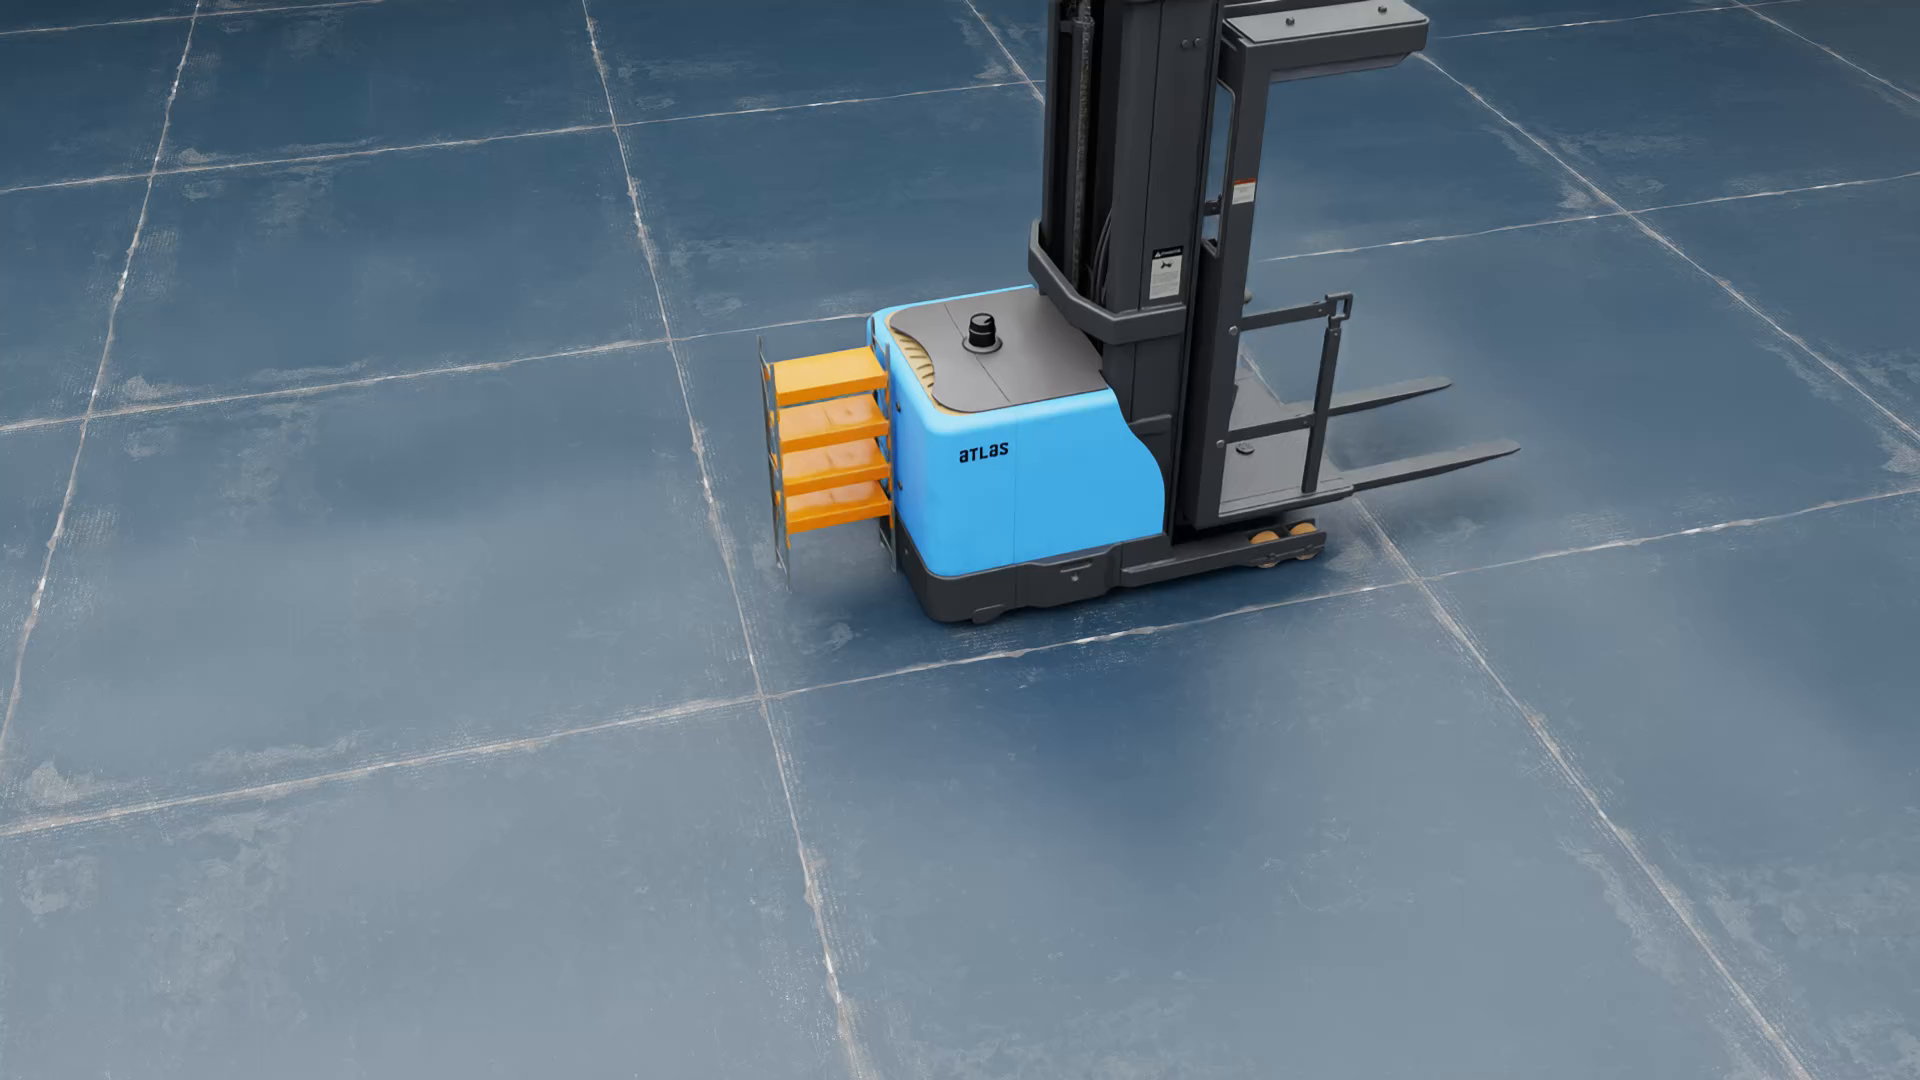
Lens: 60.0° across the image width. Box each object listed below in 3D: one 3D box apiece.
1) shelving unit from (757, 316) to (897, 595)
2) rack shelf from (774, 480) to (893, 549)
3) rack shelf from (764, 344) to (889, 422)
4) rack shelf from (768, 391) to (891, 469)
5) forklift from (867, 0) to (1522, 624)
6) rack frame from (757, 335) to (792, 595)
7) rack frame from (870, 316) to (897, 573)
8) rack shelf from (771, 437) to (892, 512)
[{"bbox_3d":[-0.564,-0.349,7.219,0.503,1.200,0.258,-12,39,-15],"label":"shelving unit"},{"bbox_3d":[-0.564,-0.138,7.381,0.480,0.148,0.258,-12,39,-15],"label":"rack shelf"},{"bbox_3d":[-0.564,-0.662,6.981,0.480,0.148,0.258,-12,39,-15],"label":"rack shelf"},{"bbox_3d":[-0.564,-0.474,7.124,0.480,0.148,0.258,-12,39,-15],"label":"rack shelf"},{"bbox_3d":[1.152,-1.330,7.076,3.031,2.935,1.130,-12,39,-15],"label":"forklift"},{"bbox_3d":[-0.795,-0.302,7.157,0.015,1.200,0.240,-12,39,-15],"label":"rack frame"},{"bbox_3d":[-0.333,-0.397,7.281,0.015,1.200,0.240,-12,39,-15],"label":"rack frame"},{"bbox_3d":[-0.564,-0.296,7.260,0.480,0.148,0.258,-12,39,-15],"label":"rack shelf"}]
